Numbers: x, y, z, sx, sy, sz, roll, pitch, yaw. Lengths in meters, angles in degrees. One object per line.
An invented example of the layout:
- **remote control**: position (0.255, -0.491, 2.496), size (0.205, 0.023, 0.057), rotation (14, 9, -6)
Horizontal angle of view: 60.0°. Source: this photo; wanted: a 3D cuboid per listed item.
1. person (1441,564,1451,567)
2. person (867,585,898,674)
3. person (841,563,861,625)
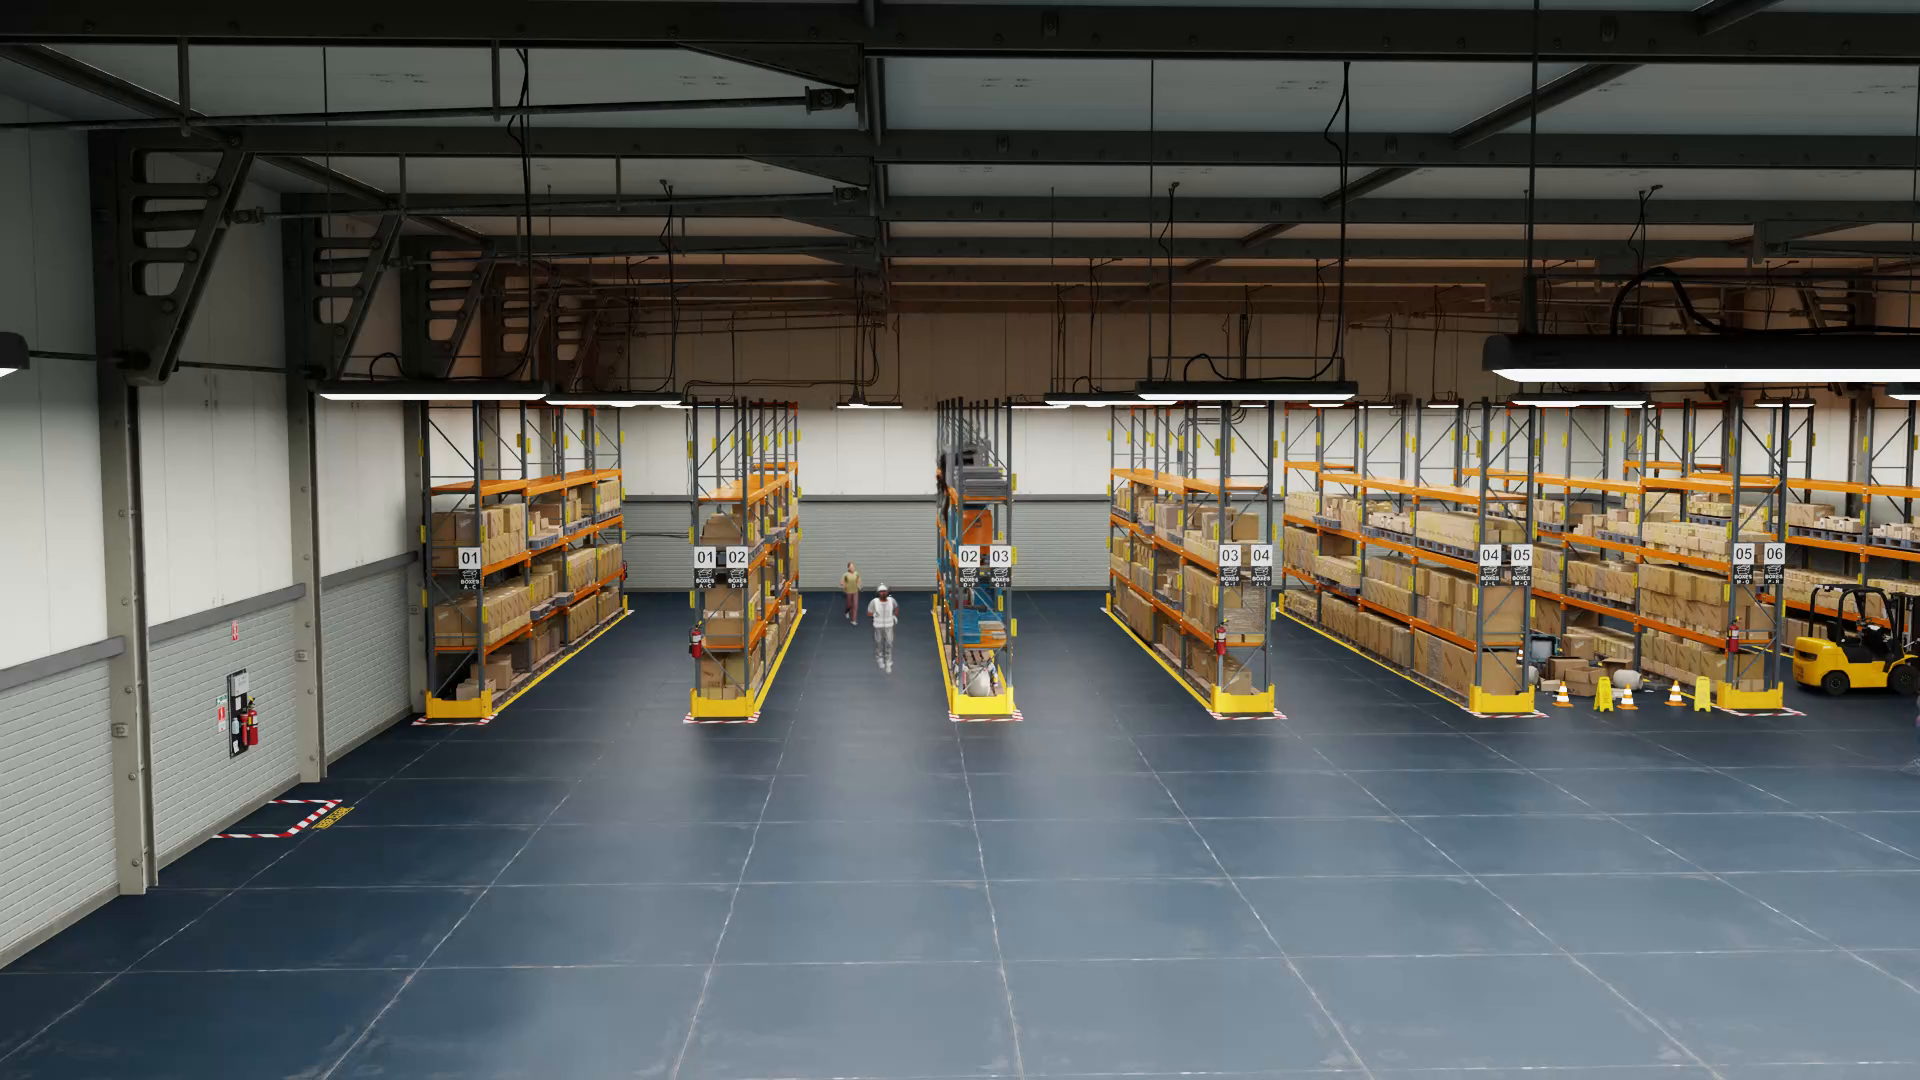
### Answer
- **person**: position (14.579, 1.056, 49.359), size (0.749, 1.715, 0.837), rotation (1, 5, 12)
- **person**: position (-1.622, 1.857, 35.075), size (0.672, 1.819, 0.894), rotation (-1, 4, -7)
- **person**: position (-2.937, 1.434, 44.929), size (0.584, 1.660, 0.874), rotation (-1, 5, -17)
